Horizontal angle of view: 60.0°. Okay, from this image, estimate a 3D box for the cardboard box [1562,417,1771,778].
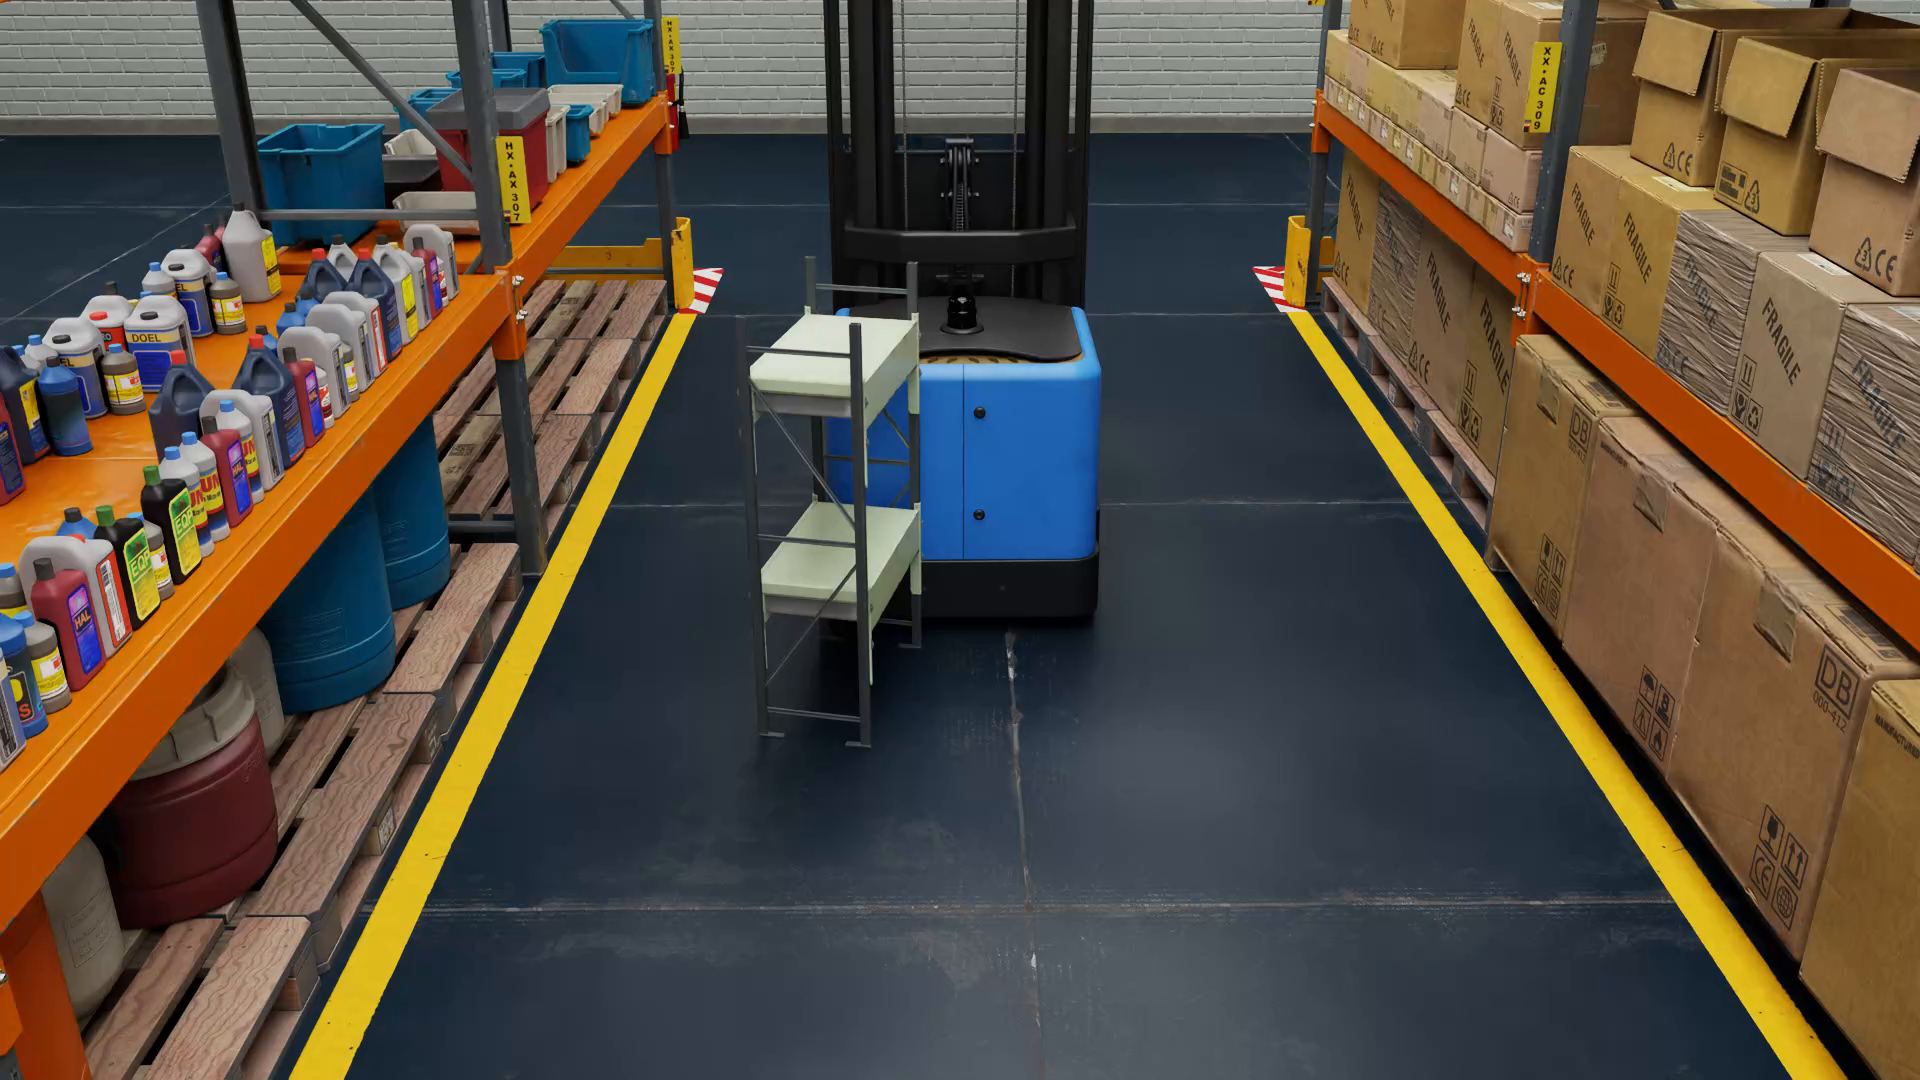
[{"bbox_3d":[2.755,0.156,5.333,1.225,0.875,0.875,-1,24,-2],"label":"cardboard box"}]

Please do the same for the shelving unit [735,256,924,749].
[{"bbox_3d":[-0.421,-0.139,5.738,0.431,1.500,0.755,5,25,11],"label":"shelving unit"}]

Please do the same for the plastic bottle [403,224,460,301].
[{"bbox_3d":[-1.907,-1.013,5.999,0.152,0.276,0.135,0,24,-1],"label":"plastic bottle"}]

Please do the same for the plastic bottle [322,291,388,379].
[{"bbox_3d":[-1.898,-0.654,5.207,0.152,0.276,0.135,0,24,-1],"label":"plastic bottle"}]

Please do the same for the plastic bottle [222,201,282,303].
[{"bbox_3d":[-2.555,-1.044,5.979,0.144,0.351,0.185,0,24,-1],"label":"plastic bottle"}]

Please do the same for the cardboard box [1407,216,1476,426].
[{"bbox_3d":[2.781,-1.119,8.152,0.875,0.875,0.875,0,24,-1],"label":"cardboard box"}]

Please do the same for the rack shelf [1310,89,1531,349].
[{"bbox_3d":[2.696,-1.749,8.349,1.077,0.370,4.000,0,24,-1],"label":"rack shelf"}]

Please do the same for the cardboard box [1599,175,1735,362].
[{"bbox_3d":[2.479,-0.900,5.479,0.500,0.500,0.500,0,24,0],"label":"cardboard box"}]

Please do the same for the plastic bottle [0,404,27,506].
[{"bbox_3d":[-2.493,-0.241,4.285,0.061,0.283,0.133,0,24,-1],"label":"plastic bottle"}]

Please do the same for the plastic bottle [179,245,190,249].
[{"bbox_3d":[-2.636,-0.876,5.703,0.097,0.271,0.097,0,24,0],"label":"plastic bottle"}]

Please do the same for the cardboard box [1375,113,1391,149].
[{"bbox_3d":[2.364,-2.109,8.577,0.380,0.149,0.250,-1,24,-1],"label":"cardboard box"}]

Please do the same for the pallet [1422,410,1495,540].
[{"bbox_3d":[2.788,-0.295,7.647,1.003,0.211,1.213,0,24,-1],"label":"pallet"}]

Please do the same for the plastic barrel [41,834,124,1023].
[{"bbox_3d":[-2.309,0.927,4.071,0.421,0.512,0.421,0,24,0],"label":"plastic barrel"}]

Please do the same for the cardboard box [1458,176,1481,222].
[{"bbox_3d":[2.381,-1.474,7.174,0.380,0.149,0.250,-1,24,-1],"label":"cardboard box"}]

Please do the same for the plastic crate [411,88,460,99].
[{"bbox_3d":[-2.591,-2.184,8.568,0.416,0.233,0.300,0,24,-1],"label":"plastic crate"}]

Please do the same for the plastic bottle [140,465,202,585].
[{"bbox_3d":[-1.836,-0.050,3.861,0.061,0.283,0.133,0,24,-1],"label":"plastic bottle"}]

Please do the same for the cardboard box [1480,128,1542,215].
[{"bbox_3d":[2.450,-1.500,6.748,0.500,0.250,0.500,-1,24,-2],"label":"cardboard box"}]

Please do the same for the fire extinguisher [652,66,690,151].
[{"bbox_3d":[-1.826,-2.737,10.209,0.296,0.674,0.183,0,24,-1],"label":"fire extinguisher"}]

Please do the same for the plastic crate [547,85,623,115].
[{"bbox_3d":[-2.089,-2.450,9.275,0.396,0.136,0.243,0,24,-1],"label":"plastic crate"}]

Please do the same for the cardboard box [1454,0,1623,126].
[{"bbox_3d":[2.444,-2.056,7.067,0.500,0.500,0.500,0,24,0],"label":"cardboard box"}]

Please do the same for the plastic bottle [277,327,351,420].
[{"bbox_3d":[-1.894,-0.503,4.873,0.152,0.276,0.135,0,24,-1],"label":"plastic bottle"}]

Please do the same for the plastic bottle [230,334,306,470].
[{"bbox_3d":[-1.886,-0.376,4.502,0.144,0.351,0.185,0,24,-1],"label":"plastic bottle"}]

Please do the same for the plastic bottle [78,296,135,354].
[{"bbox_3d":[-2.601,-0.600,5.086,0.152,0.276,0.135,0,24,-1],"label":"plastic bottle"}]

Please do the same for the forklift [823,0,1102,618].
[{"bbox_3d":[-0.010,-1.595,7.220,1.130,2.935,3.031,0,24,-1],"label":"forklift"}]

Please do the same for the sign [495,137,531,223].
[{"bbox_3d":[-1.685,-1.358,6.276,0.100,0.325,0.005,0,24,-1],"label":"sign"}]

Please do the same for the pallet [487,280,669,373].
[{"bbox_3d":[-2.308,-1.268,9.797,1.003,0.211,1.213,0,24,-1],"label":"pallet"}]

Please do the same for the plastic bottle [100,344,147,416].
[{"bbox_3d":[-2.474,-0.478,4.908,0.097,0.201,0.097,0,24,0],"label":"plastic bottle"}]

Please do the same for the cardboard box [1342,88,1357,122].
[{"bbox_3d":[2.355,-2.427,9.281,0.380,0.149,0.250,-1,24,-2],"label":"cardboard box"}]

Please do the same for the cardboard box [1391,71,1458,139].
[{"bbox_3d":[2.434,-2.133,8.146,0.500,0.250,0.500,-1,24,-2],"label":"cardboard box"}]

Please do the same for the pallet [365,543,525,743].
[{"bbox_3d":[-2.268,0.359,6.201,1.003,0.211,1.213,0,24,-1],"label":"pallet"}]

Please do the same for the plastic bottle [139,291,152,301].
[{"bbox_3d":[-2.632,-0.708,5.417,0.097,0.201,0.097,0,24,0],"label":"plastic bottle"}]

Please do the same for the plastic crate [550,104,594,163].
[{"bbox_3d":[-2.000,-1.984,8.128,0.416,0.233,0.300,0,24,-1],"label":"plastic crate"}]

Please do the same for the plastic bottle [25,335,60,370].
[{"bbox_3d":[-2.624,-0.454,4.770,0.097,0.271,0.097,0,24,0],"label":"plastic bottle"}]

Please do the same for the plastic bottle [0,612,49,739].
[{"bbox_3d":[-1.847,0.249,3.215,0.097,0.271,0.097,0,24,0],"label":"plastic bottle"}]

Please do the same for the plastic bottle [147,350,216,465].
[{"bbox_3d":[-2.036,-0.320,4.378,0.144,0.351,0.185,0,24,-1],"label":"plastic bottle"}]

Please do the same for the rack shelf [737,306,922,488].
[{"bbox_3d":[-0.421,-0.495,5.578,0.431,0.370,0.720,5,25,11],"label":"rack shelf"}]

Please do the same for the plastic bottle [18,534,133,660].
[{"bbox_3d":[-1.878,0.104,3.530,0.152,0.276,0.135,0,24,-1],"label":"plastic bottle"}]

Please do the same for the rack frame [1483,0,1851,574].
[{"bbox_3d":[2.718,-1.252,6.379,1.000,3.000,0.127,0,24,-1],"label":"rack frame"}]

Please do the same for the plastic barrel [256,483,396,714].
[{"bbox_3d":[-2.238,0.051,5.535,0.600,0.901,0.708,0,24,-1],"label":"plastic barrel"}]

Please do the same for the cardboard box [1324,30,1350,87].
[{"bbox_3d":[2.409,-2.769,9.553,0.500,0.250,0.500,-1,24,-2],"label":"cardboard box"}]

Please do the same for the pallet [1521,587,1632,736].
[{"bbox_3d":[2.801,0.336,6.251,1.003,0.211,1.213,0,24,-1],"label":"pallet"}]

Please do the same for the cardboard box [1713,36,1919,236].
[{"bbox_3d":[2.729,-1.209,4.944,0.797,0.503,0.637,0,24,0],"label":"cardboard box"}]

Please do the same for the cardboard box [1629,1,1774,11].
[{"bbox_3d":[2.968,-1.860,6.633,0.500,0.500,0.500,0,24,-1],"label":"cardboard box"}]

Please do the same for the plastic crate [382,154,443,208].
[{"bbox_3d":[-2.516,-1.592,7.391,0.437,0.125,0.590,0,24,-1],"label":"plastic crate"}]

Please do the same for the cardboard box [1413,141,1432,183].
[{"bbox_3d":[2.372,-1.792,7.876,0.380,0.149,0.250,-1,24,-1],"label":"cardboard box"}]

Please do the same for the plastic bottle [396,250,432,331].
[{"bbox_3d":[-1.903,-0.862,5.667,0.152,0.276,0.135,0,24,-1],"label":"plastic bottle"}]

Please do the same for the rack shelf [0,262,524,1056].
[{"bbox_3d":[-2.213,-0.078,4.656,1.077,0.370,4.000,0,24,-1],"label":"rack shelf"}]

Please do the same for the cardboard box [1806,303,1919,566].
[{"bbox_3d":[2.500,-0.271,4.088,0.500,0.500,0.500,-1,24,-2],"label":"cardboard box"}]

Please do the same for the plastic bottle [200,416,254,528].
[{"bbox_3d":[-1.840,-0.185,4.160,0.061,0.283,0.133,0,24,-1],"label":"plastic bottle"}]

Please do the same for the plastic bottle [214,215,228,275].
[{"bbox_3d":[-2.658,-1.024,6.015,0.061,0.283,0.133,0,24,-1],"label":"plastic bottle"}]

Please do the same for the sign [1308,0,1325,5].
[{"bbox_3d":[2.119,-3.331,9.828,0.100,0.325,0.005,0,24,-1],"label":"sign"}]

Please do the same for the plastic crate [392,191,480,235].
[{"bbox_3d":[-2.097,-1.330,6.797,0.396,0.136,0.243,0,24,-1],"label":"plastic crate"}]

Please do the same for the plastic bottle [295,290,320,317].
[{"bbox_3d":[-2.022,-0.644,5.190,0.097,0.271,0.097,0,24,0],"label":"plastic bottle"}]
